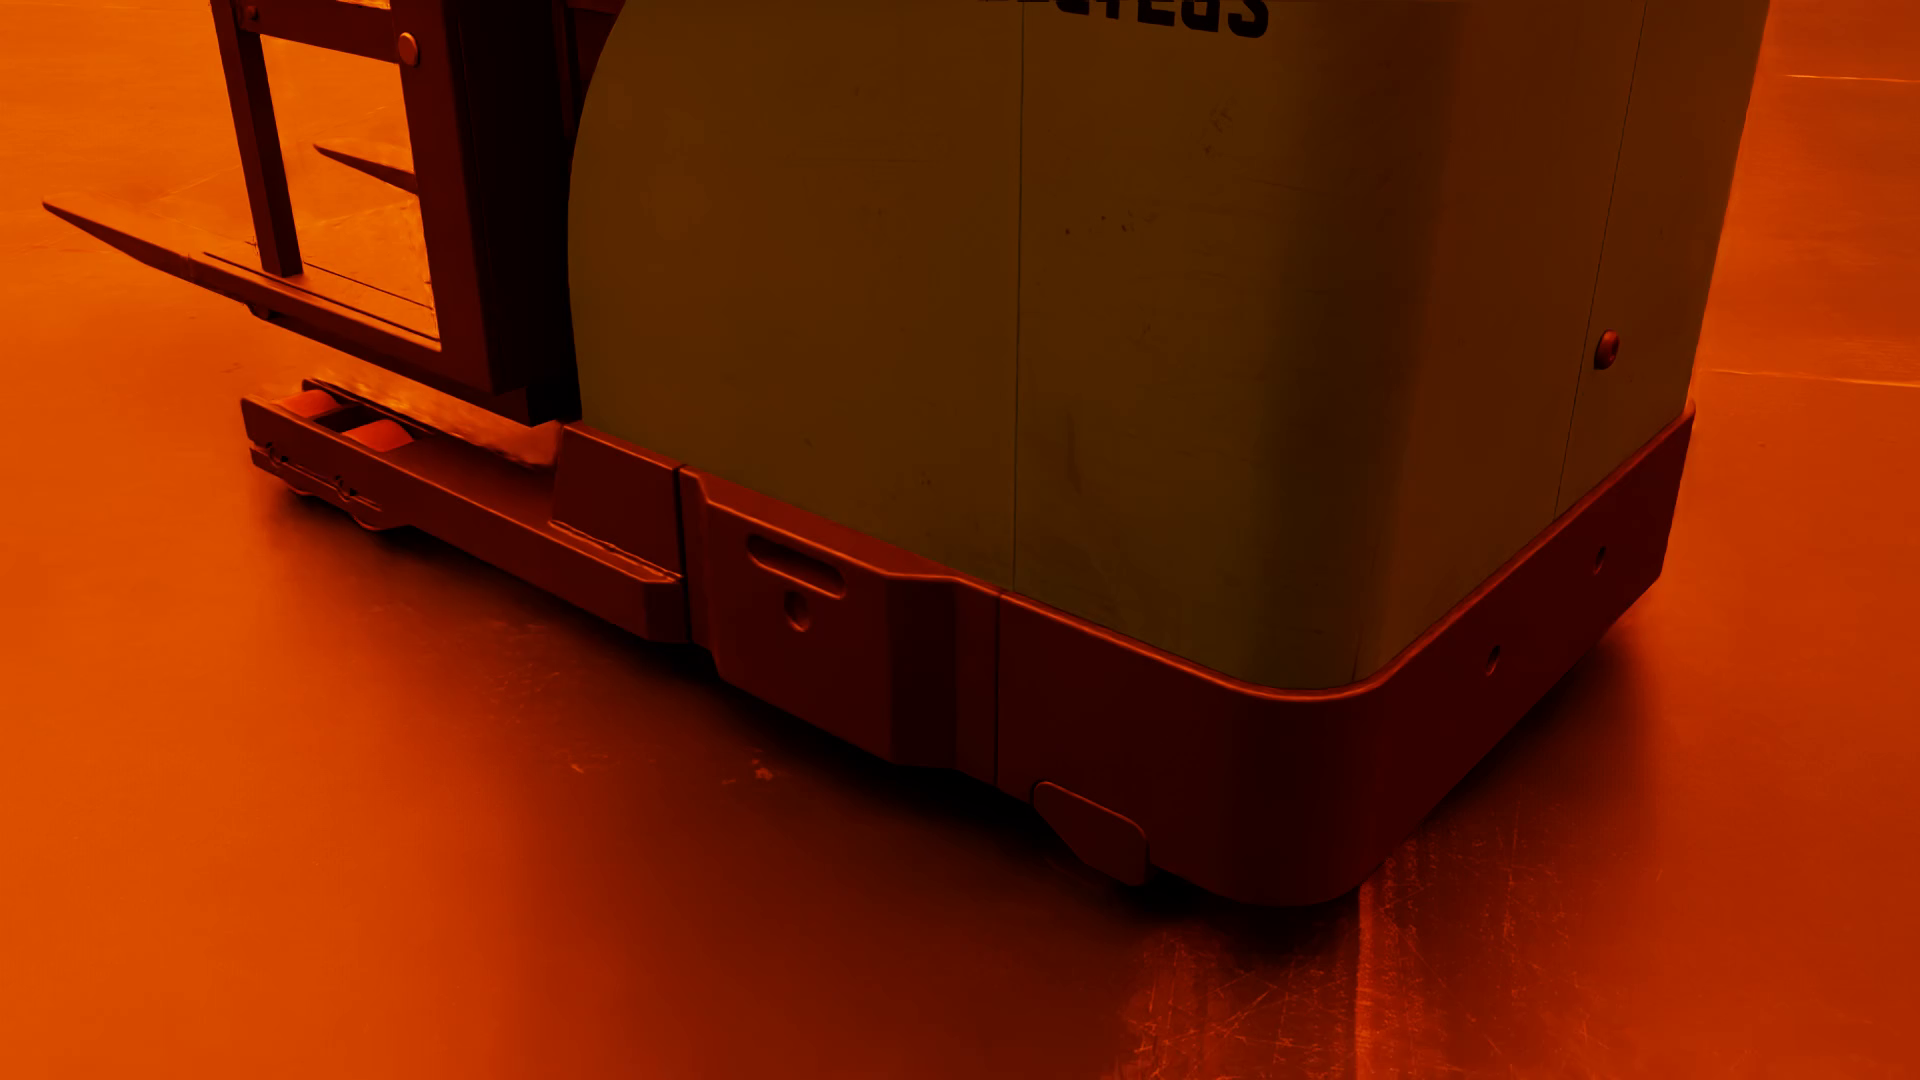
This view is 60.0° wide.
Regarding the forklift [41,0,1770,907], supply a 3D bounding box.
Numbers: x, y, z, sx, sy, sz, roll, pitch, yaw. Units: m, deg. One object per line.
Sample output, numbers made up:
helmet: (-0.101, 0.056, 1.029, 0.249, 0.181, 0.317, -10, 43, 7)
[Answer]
forklift: (-0.495, -1.483, 2.186, 3.031, 2.935, 1.130, 21, 33, 35)
